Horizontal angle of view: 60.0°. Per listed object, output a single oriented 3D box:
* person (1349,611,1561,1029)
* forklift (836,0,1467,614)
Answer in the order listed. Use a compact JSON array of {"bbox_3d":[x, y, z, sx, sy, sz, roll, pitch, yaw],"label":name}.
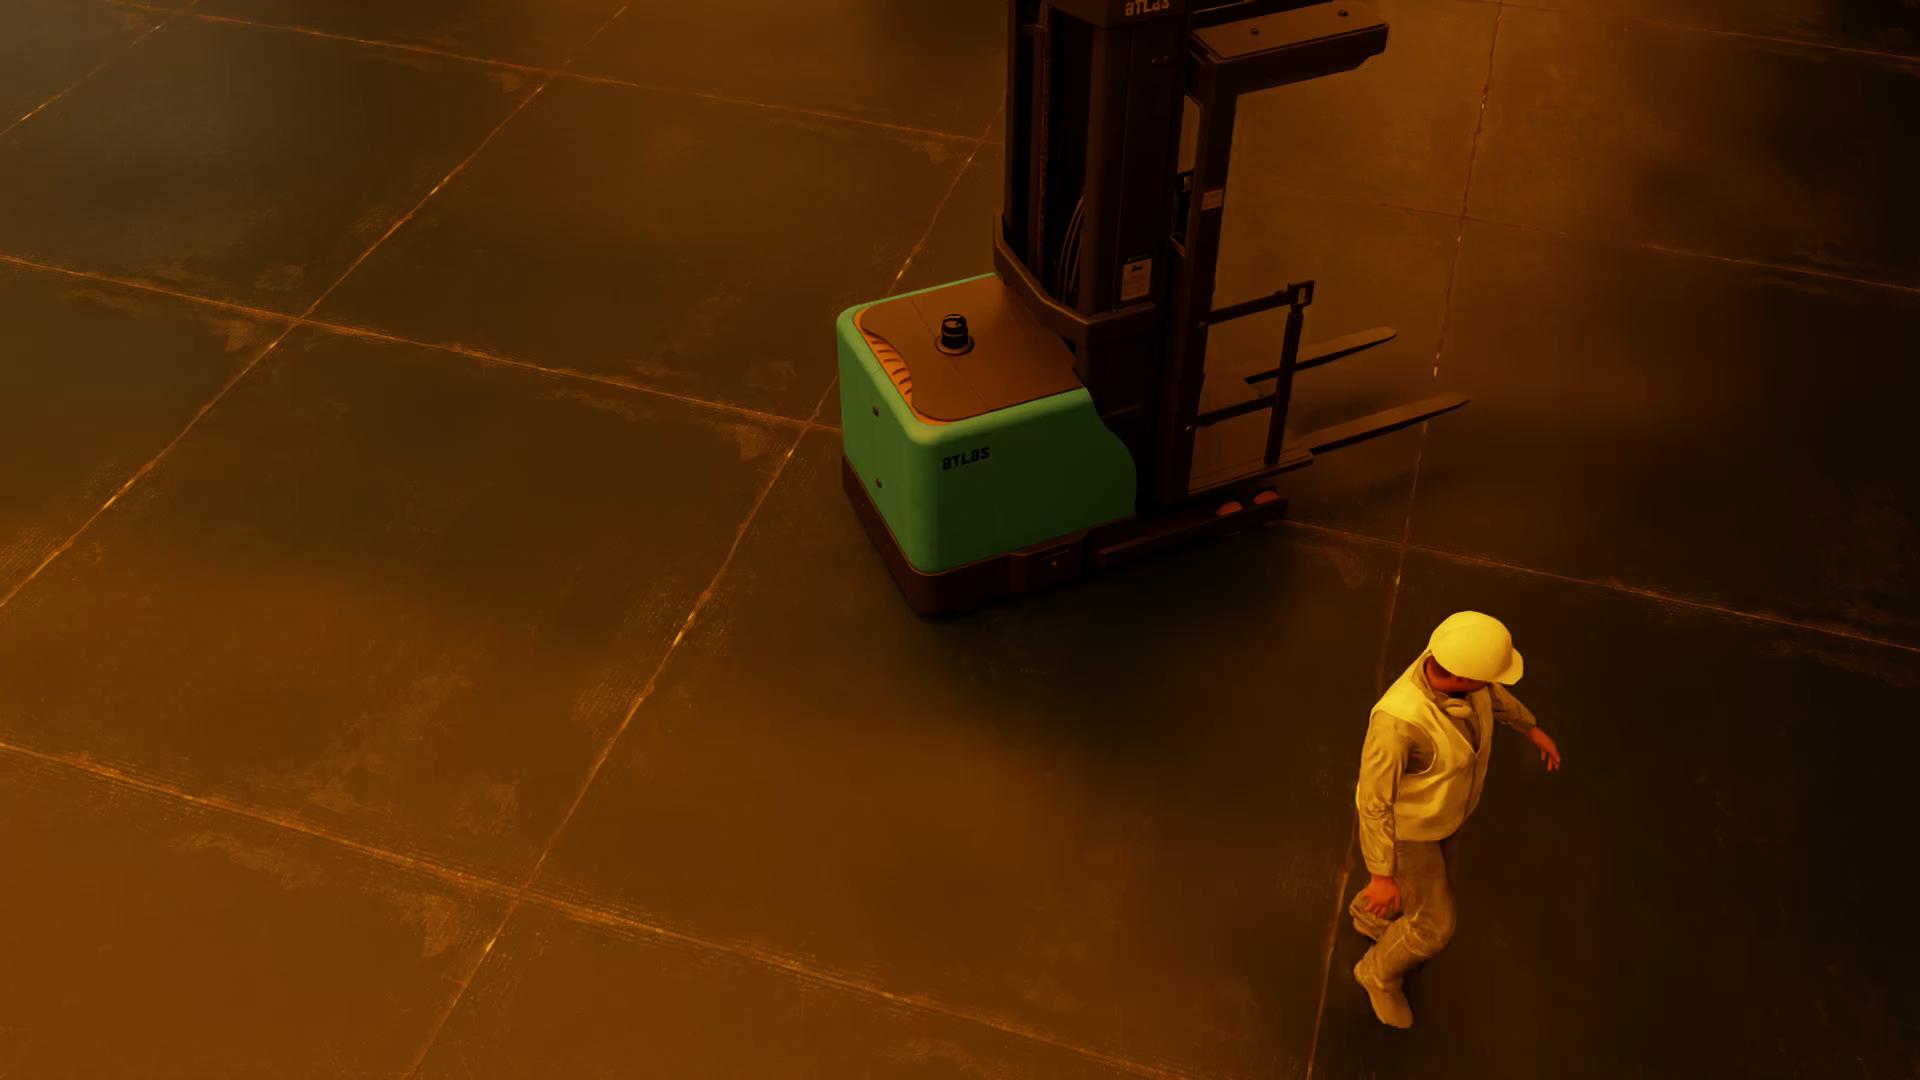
[{"bbox_3d":[1.598,0.920,5.601,0.495,1.791,0.889,34,53,31],"label":"person"},{"bbox_3d":[1.001,-1.405,7.199,3.031,2.935,1.130,-16,45,-17],"label":"forklift"}]
